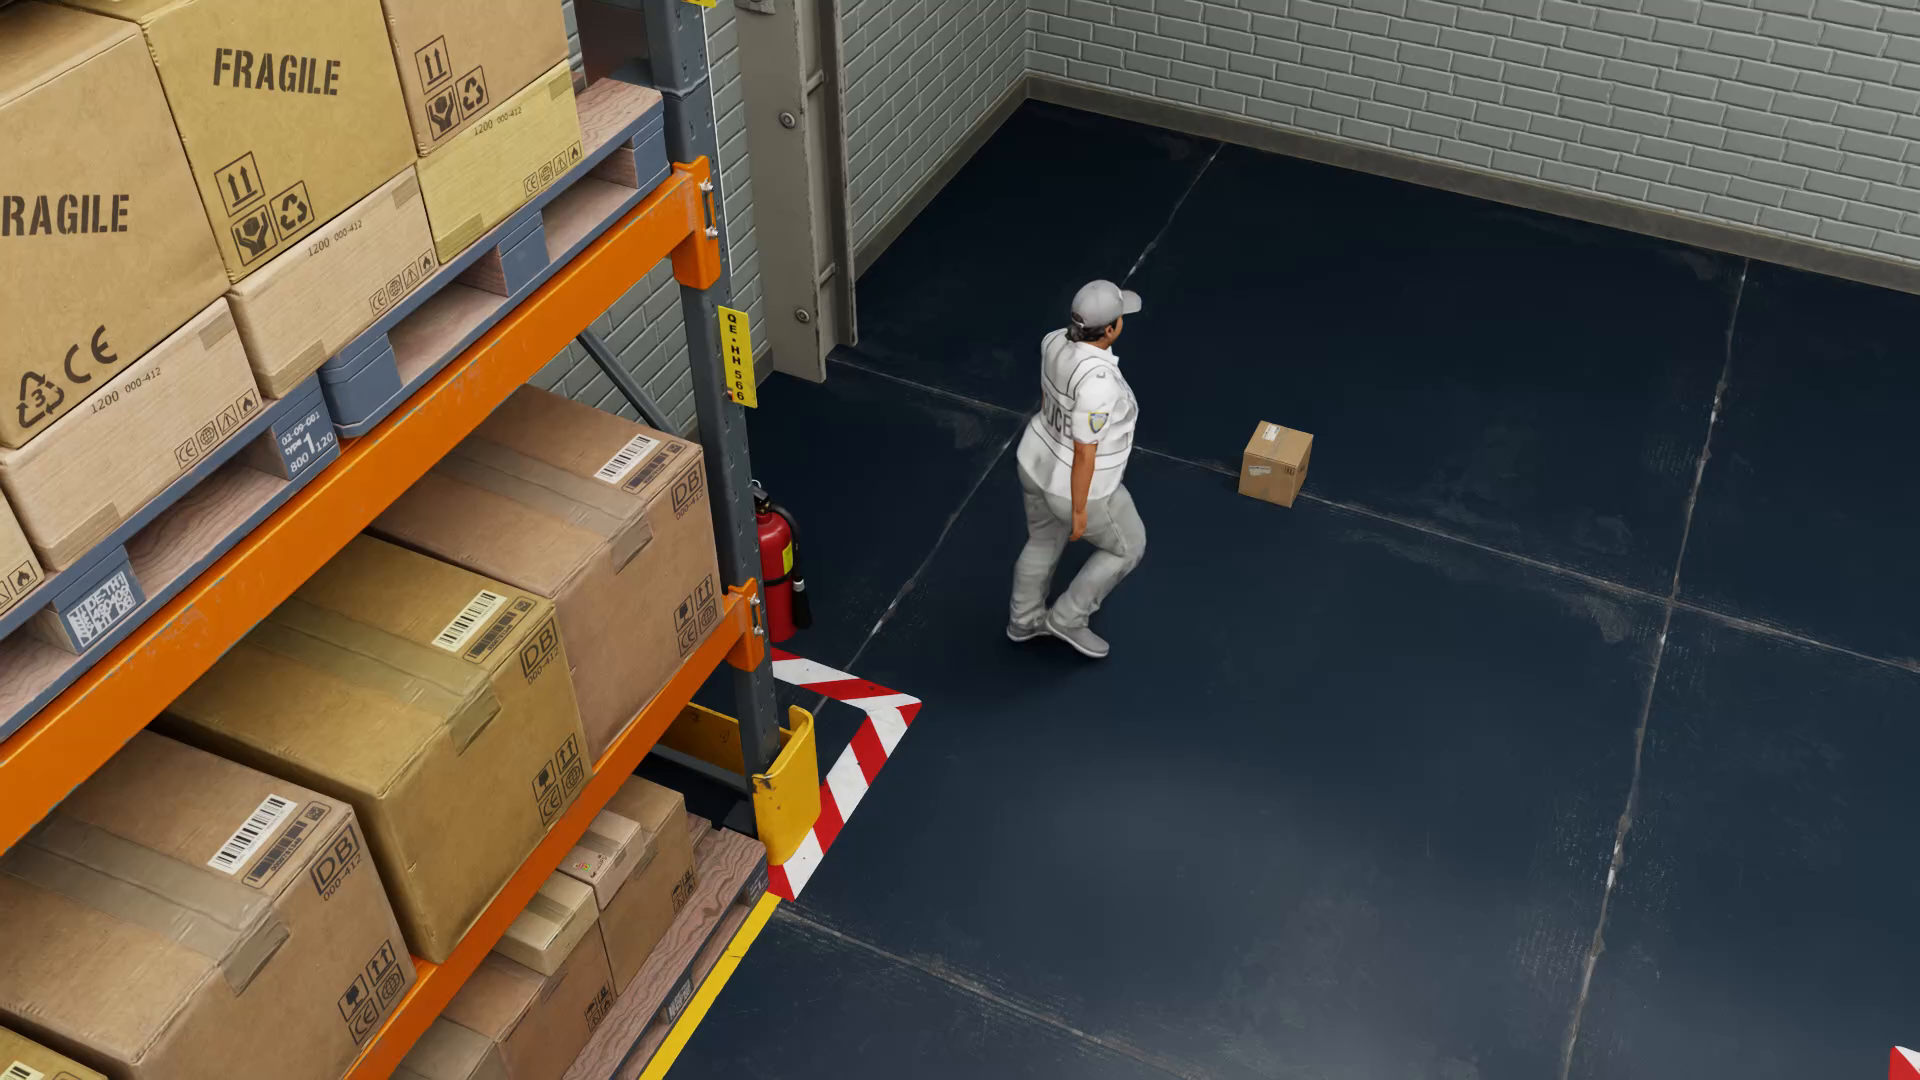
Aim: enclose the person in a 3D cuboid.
[{"bbox_3d":[0.439,-0.255,6.419,0.516,1.647,0.522,-18,45,-19],"label":"person"}]
